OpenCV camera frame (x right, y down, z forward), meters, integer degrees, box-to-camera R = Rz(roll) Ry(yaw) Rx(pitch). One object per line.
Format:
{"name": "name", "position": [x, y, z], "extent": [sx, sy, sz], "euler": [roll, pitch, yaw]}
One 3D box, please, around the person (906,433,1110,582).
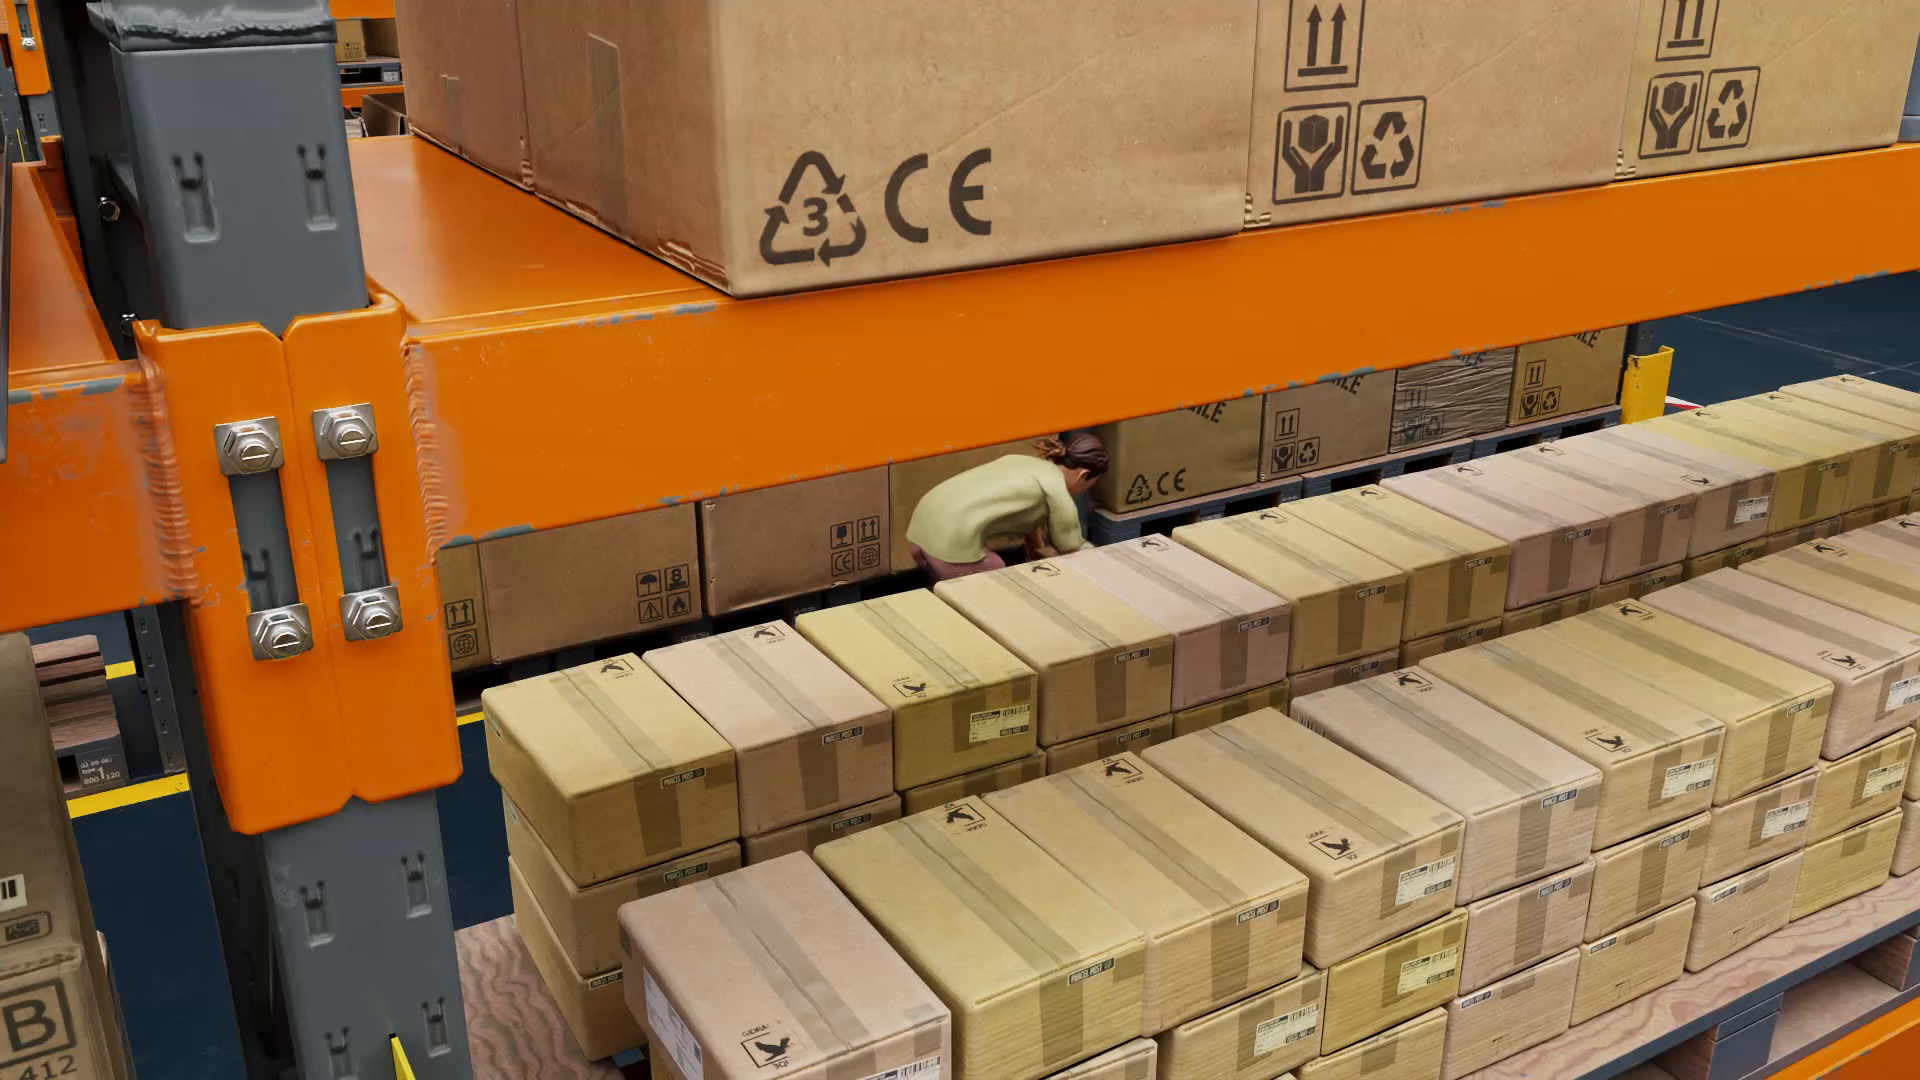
{"name": "person", "position": [0.205, 0.161, 6.444], "extent": [0.860, 1.114, 0.451], "euler": [-14, 26, -31]}
